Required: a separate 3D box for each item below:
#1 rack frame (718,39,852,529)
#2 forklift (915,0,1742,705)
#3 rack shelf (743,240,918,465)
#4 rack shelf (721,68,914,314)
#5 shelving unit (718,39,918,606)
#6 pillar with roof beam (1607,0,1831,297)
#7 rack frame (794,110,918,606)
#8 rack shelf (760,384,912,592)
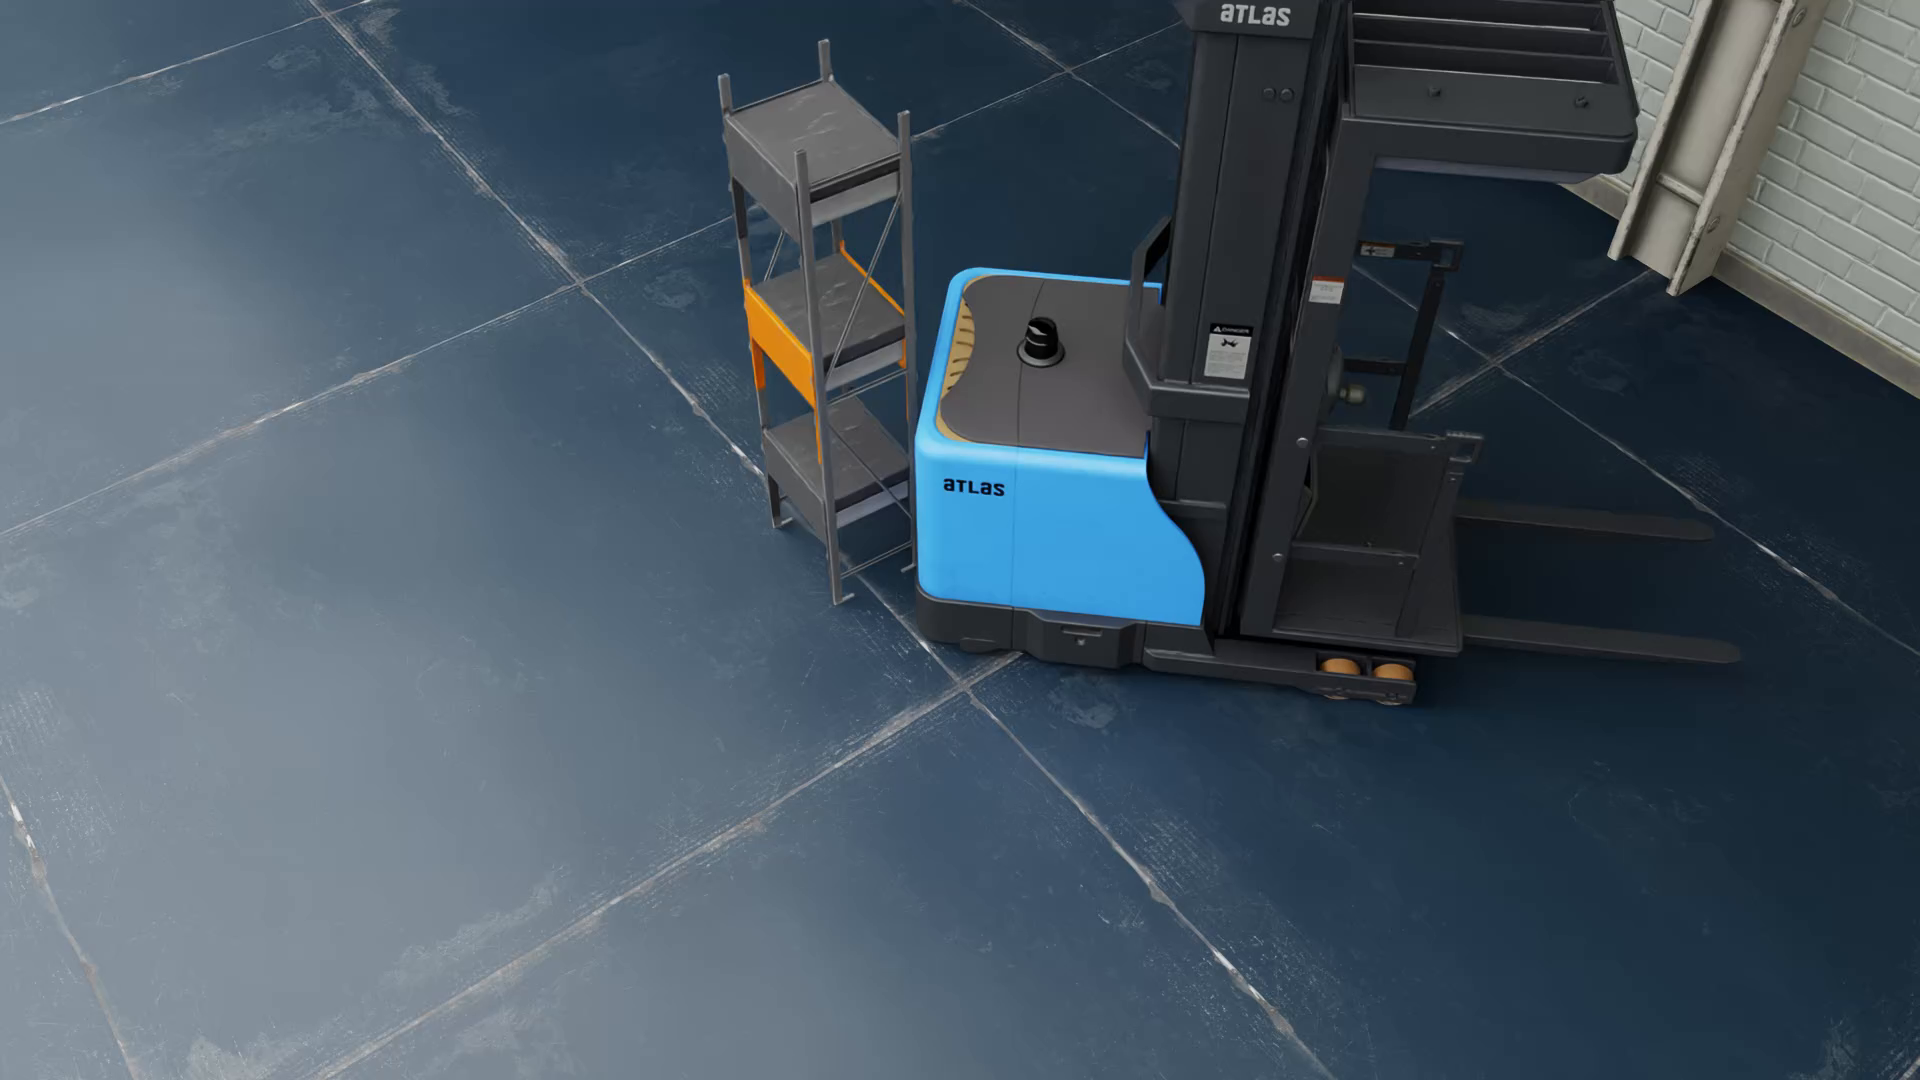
[{"bbox_3d":[-0.593,-0.833,6.087,0.400,2.100,0.015,-26,53,-22],"label":"rack frame"},{"bbox_3d":[1.391,-0.792,5.489,3.031,2.935,1.130,6,48,5],"label":"forklift"},{"bbox_3d":[-0.459,-0.673,5.960,0.431,0.518,0.480,-26,53,-22],"label":"rack shelf"},{"bbox_3d":[-0.459,-1.143,5.442,0.431,0.518,0.480,-26,53,-22],"label":"rack shelf"},{"bbox_3d":[-0.459,-0.682,5.950,0.431,2.100,0.503,-26,53,-22],"label":"shelving unit"},{"bbox_3d":[-0.078,-2.413,2.862,9.100,9.000,0.400,-29,54,-24],"label":"pillar with roof beam"},{"bbox_3d":[-0.325,-0.531,5.813,0.400,2.100,0.015,-26,53,-22],"label":"rack frame"},{"bbox_3d":[-0.459,-0.203,6.479,0.431,0.518,0.480,-26,53,-22],"label":"rack shelf"}]
